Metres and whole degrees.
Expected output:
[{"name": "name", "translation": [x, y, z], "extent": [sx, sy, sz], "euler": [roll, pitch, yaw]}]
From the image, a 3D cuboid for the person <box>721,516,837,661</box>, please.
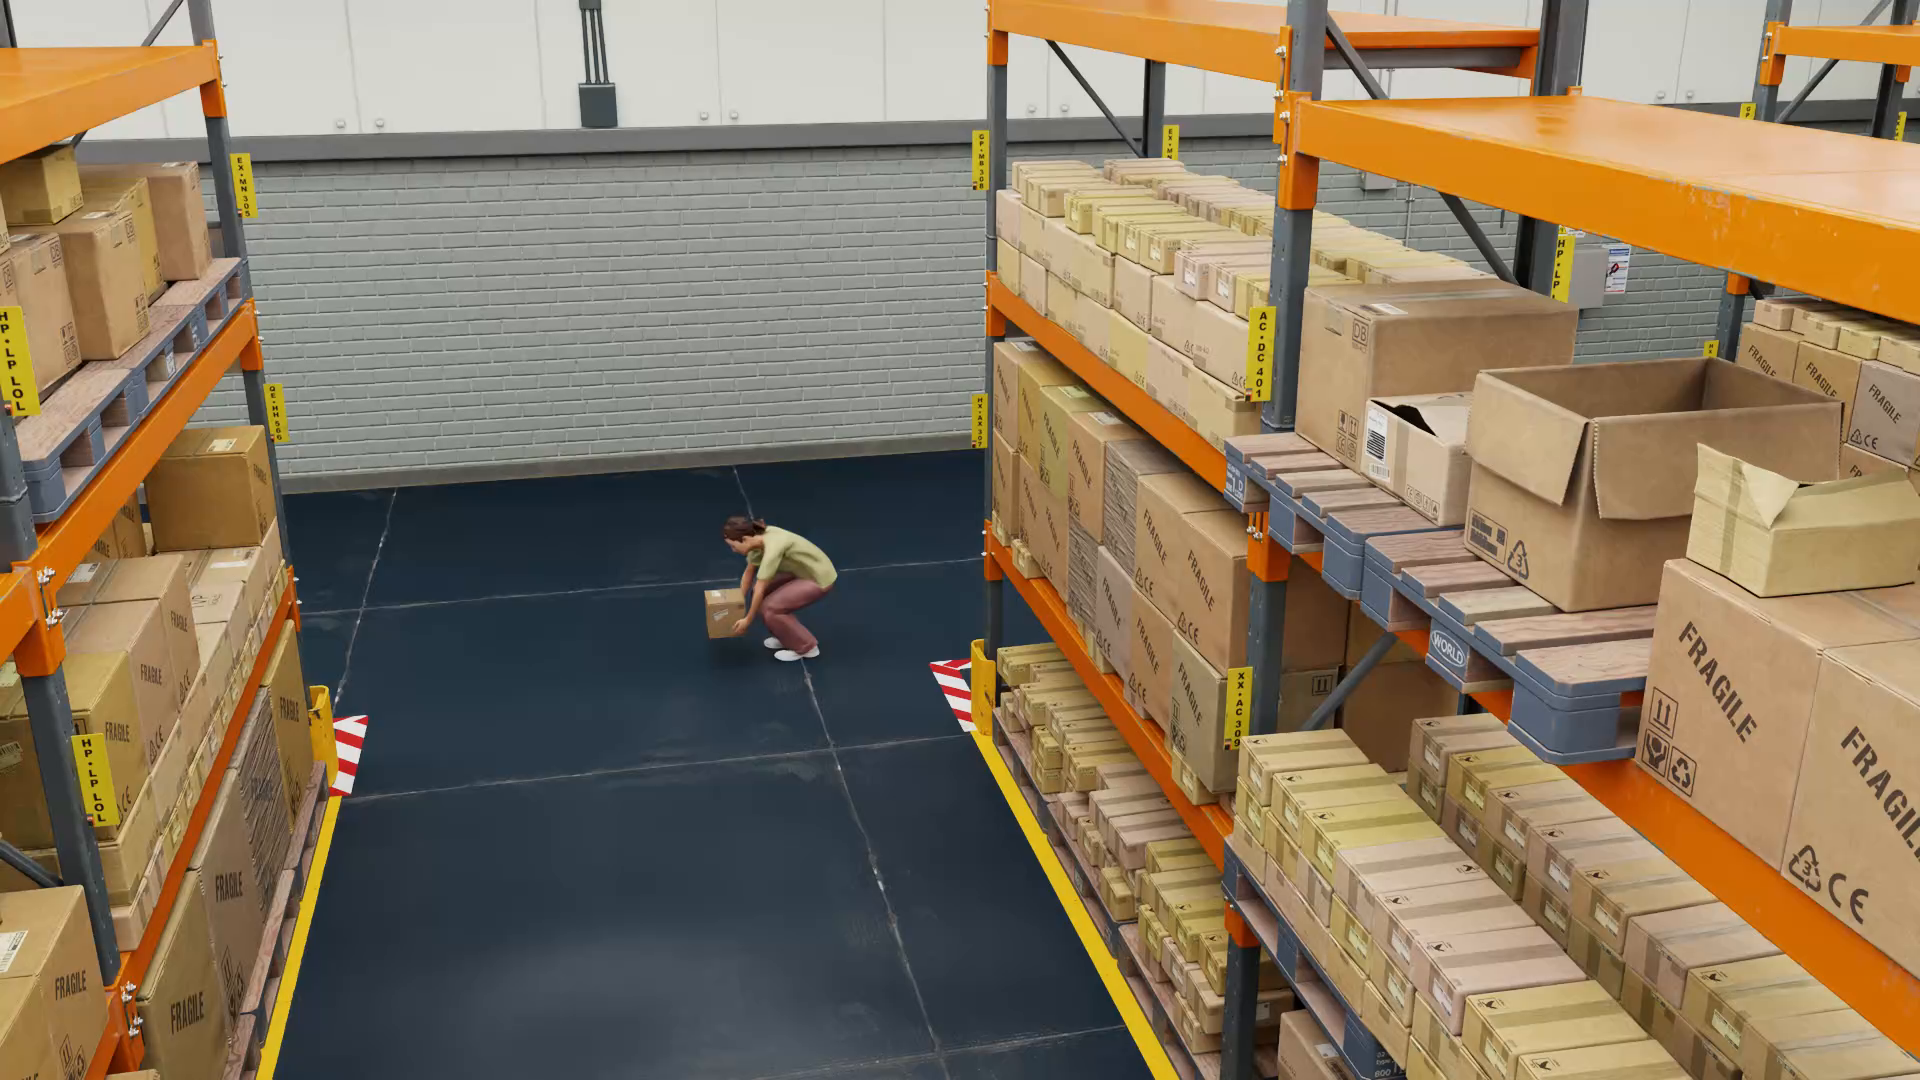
[{"name": "person", "translation": [-1.208, 0.301, 11.198], "extent": [0.764, 1.028, 0.490], "euler": [-5, 20, -13]}]
